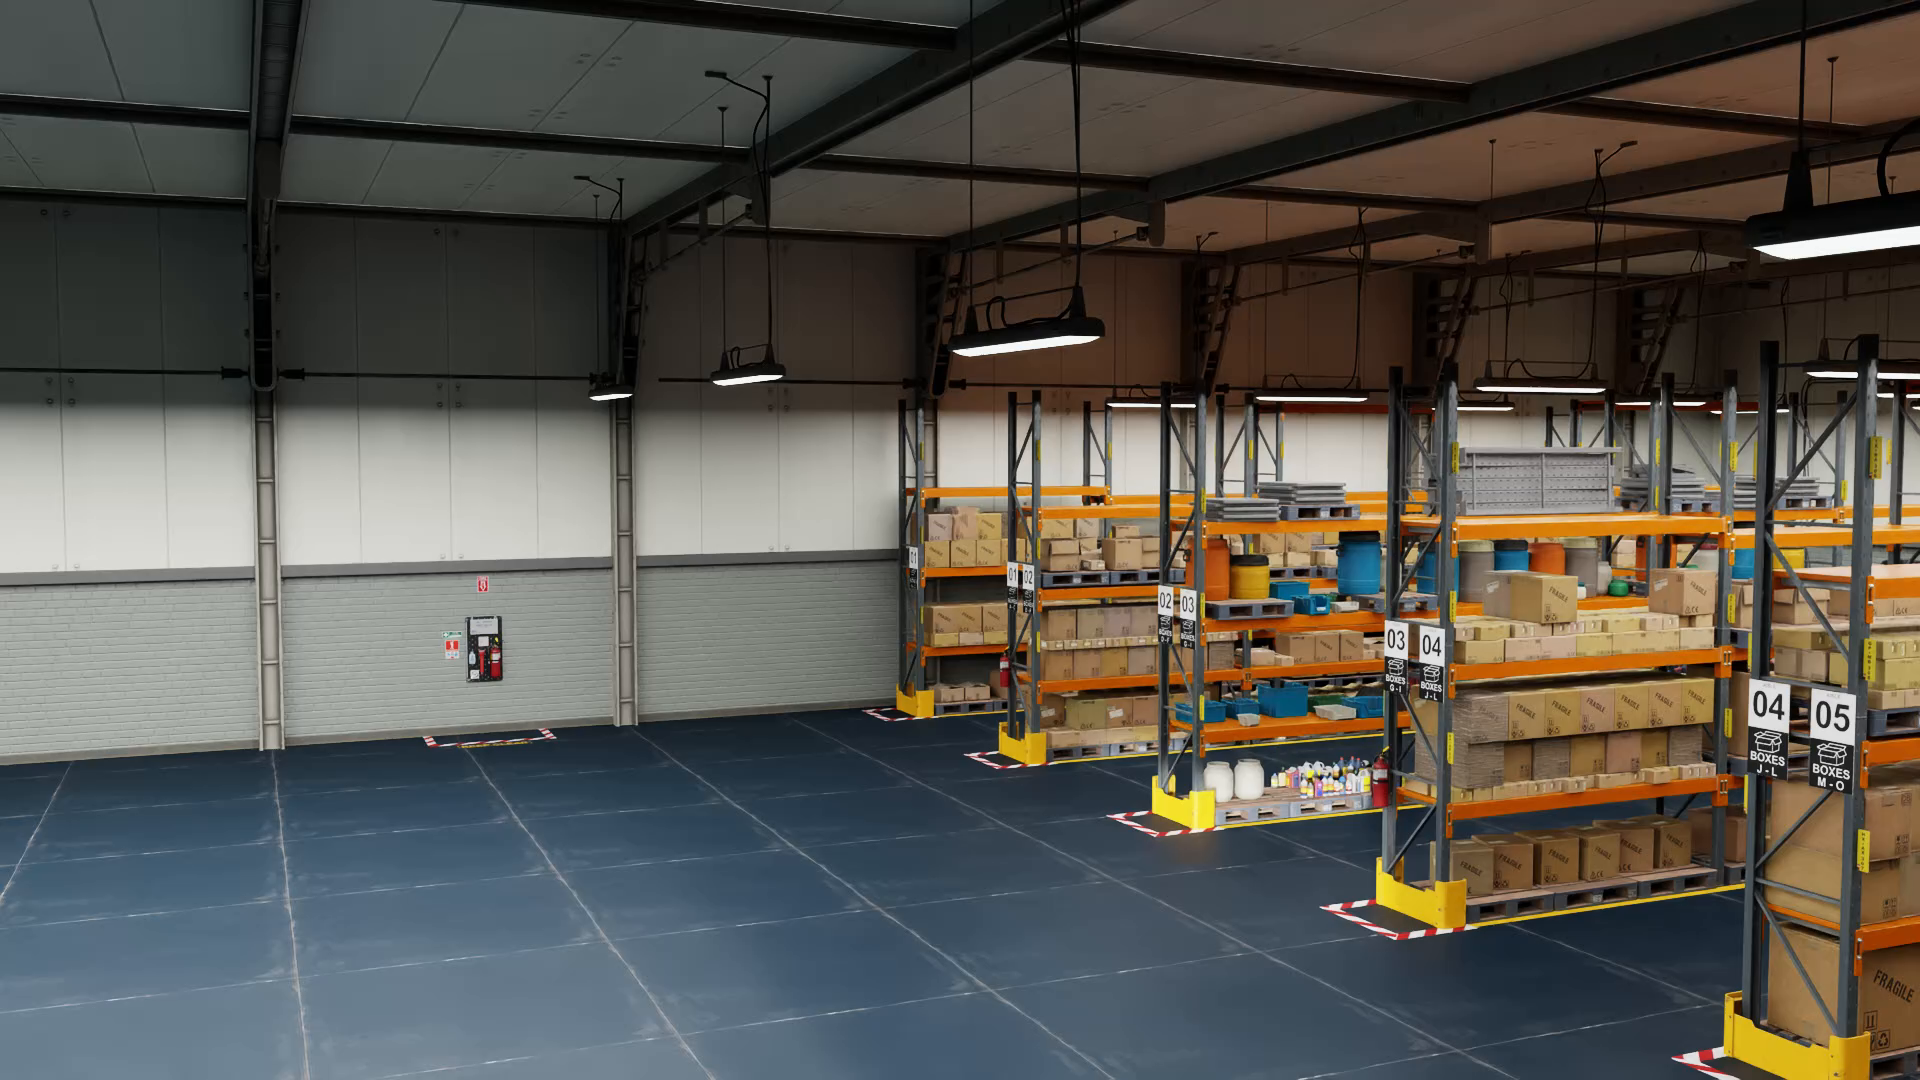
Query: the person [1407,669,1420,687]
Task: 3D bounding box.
[{"bbox_3d":[9.015,2.444,32.986,0.749,1.580,0.637,-1,3,-14],"label":"person"}]
